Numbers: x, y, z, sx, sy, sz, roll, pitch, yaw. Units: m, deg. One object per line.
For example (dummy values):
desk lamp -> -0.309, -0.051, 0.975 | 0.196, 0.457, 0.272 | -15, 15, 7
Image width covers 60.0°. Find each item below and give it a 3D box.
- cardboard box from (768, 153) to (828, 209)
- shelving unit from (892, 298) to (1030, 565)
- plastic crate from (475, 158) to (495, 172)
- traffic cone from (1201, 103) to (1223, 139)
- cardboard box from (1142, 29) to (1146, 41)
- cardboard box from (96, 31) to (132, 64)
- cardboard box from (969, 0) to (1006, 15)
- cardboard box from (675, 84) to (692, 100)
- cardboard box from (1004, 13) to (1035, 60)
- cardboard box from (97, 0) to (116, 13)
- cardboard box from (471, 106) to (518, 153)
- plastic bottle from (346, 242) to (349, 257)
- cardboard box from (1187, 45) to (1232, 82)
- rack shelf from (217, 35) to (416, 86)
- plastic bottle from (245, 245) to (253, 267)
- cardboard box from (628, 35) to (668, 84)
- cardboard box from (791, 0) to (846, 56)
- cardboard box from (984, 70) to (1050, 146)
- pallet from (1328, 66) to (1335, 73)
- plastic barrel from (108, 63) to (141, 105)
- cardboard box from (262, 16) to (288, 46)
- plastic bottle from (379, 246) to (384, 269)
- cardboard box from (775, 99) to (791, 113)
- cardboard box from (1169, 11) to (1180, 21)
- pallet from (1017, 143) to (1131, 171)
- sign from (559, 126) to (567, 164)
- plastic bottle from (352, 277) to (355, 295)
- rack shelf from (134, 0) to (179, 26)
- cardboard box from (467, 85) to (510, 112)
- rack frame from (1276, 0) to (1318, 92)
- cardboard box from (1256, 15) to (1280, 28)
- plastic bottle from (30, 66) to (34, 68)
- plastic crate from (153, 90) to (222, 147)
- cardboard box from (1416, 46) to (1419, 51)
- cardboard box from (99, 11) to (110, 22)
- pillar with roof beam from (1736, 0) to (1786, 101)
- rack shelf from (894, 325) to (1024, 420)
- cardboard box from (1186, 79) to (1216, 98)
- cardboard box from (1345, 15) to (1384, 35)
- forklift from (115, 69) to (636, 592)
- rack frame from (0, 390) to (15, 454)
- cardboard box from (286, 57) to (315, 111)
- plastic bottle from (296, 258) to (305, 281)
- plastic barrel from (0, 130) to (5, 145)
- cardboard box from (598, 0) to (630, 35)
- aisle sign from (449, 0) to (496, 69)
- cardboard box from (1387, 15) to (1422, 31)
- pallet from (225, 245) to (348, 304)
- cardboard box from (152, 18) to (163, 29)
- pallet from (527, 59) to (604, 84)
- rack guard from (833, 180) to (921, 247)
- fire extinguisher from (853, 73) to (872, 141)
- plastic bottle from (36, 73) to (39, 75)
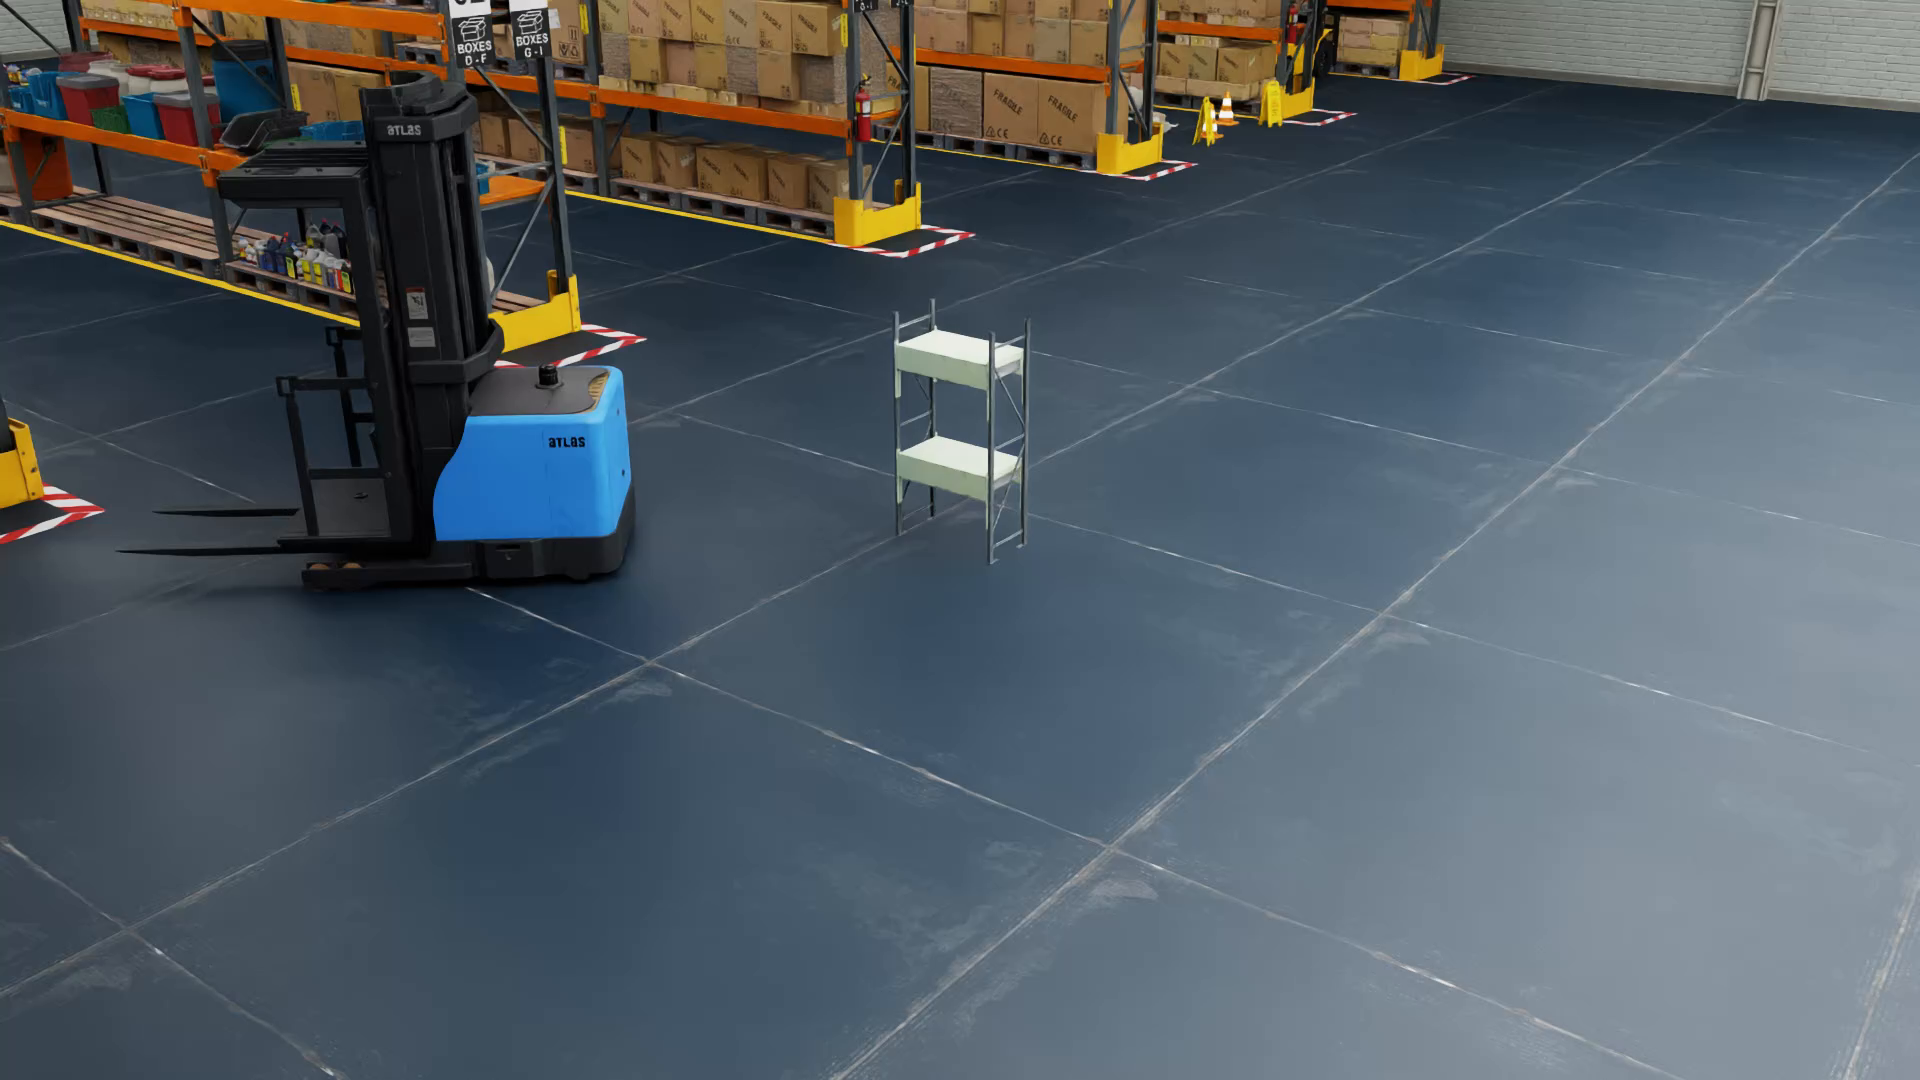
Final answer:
cardboard box -> -1.828, -4.073, 18.853 | 0.500, 0.500, 0.500 | -17, 29, -34
shelving unit -> 0.005, -0.685, 10.444 | 0.755, 1.500, 0.431 | 17, 29, 33
plastic crate -> -4.333, -3.336, 14.929 | 0.250, 0.136, 0.298 | 17, 29, 33
traffic cone -> 3.593, -6.019, 23.836 | 0.334, 0.463, 0.336 | 17, 29, 33
cardboard box -> 2.907, -8.006, 26.355 | 0.250, 0.149, 0.380 | 19, 30, 36
cardboard box -> -13.082, -7.695, 26.608 | 0.875, 0.875, 0.875 | 17, 29, 33
cardboard box -> 0.578, -7.344, 22.173 | 0.500, 0.550, 0.875 | 17, 29, 33
cardboard box -> -3.034, -5.144, 19.016 | 0.250, 0.149, 0.380 | 17, 29, 33
cardboard box -> 1.066, -6.756, 22.178 | 0.550, 0.550, 0.875 | 17, 29, 33
cardboard box -> -13.001, -8.345, 25.786 | 0.500, 0.250, 0.500 | 16, 29, 33
cardboard box -> -6.241, -5.441, 21.934 | 0.500, 0.500, 0.700 | 14, 27, 29
plastic bottle -> -5.952, -2.836, 16.289 | 0.133, 0.283, 0.061 | 17, 29, 33
cardboard box -> 3.887, -7.444, 25.884 | 0.500, 0.500, 0.500 | 18, 30, 35
rack shelf -> -8.841, -6.824, 23.409 | 4.000, 0.370, 1.077 | 17, 29, 33
plastic bottle -> -6.937, -2.782, 16.268 | 0.097, 0.201, 0.097 | 0, 24, 0
cardboard box -> -3.338, -5.623, 19.299 | 0.500, 0.500, 0.875 | 17, 29, 33
cardboard box -> -1.428, -5.428, 17.615 | 0.500, 0.500, 0.500 | 17, 29, 33
cardboard box -> 0.928, -5.885, 22.501 | 0.875, 0.875, 0.875 | 16, 29, 32
pallet -> 6.469, -8.725, 30.291 | 1.213, 0.211, 1.003 | 17, 29, 33
plastic barrel -> -8.923, -4.841, 17.878 | 0.421, 0.512, 0.421 | 0, 24, 0
cardboard box -> -9.421, -7.248, 23.356 | 0.500, 0.500, 0.500 | 16, 28, 32
plastic bottle -> -5.590, -2.785, 16.188 | 0.097, 0.271, 0.097 | 0, 24, 0
cardboard box -> -1.813, -4.792, 18.218 | 0.250, 0.149, 0.380 | 17, 29, 33
cardboard box -> 3.465, -8.215, 25.985 | 0.250, 0.149, 0.380 | 17, 29, 33
pallet -> 1.529, -5.203, 22.296 | 1.213, 0.211, 1.003 | 17, 29, 33
sign -> -3.477, -3.440, 14.494 | 0.005, 0.325, 0.100 | 17, 29, 33
plastic bottle -> -5.543, -2.360, 15.312 | 0.097, 0.201, 0.097 | 0, 24, 0
rack shelf -> -8.611, -5.631, 16.982 | 4.000, 0.370, 1.077 | 17, 29, 33
cardboard box -> -6.256, -5.793, 21.801 | 0.500, 0.250, 0.500 | 21, 31, 39
rack frame -> 5.104, -7.932, 25.033 | 0.127, 3.000, 1.000 | 17, 29, 33
cardboard box -> 4.676, -7.839, 25.132 | 0.250, 0.149, 0.380 | 18, 29, 35
plastic bottle -> -10.814, -5.386, 19.398 | 0.133, 0.283, 0.061 | 17, 29, 33
plastic crate -> -7.582, -4.152, 16.373 | 0.583, 0.464, 0.402 | 17, 29, 33
cardboard box -> 7.802, -8.650, 29.552 | 0.500, 0.250, 0.500 | 17, 29, 34
cardboard box -> -13.145, -8.173, 25.892 | 0.250, 0.149, 0.380 | 16, 28, 32
pillar with roof beam -> 10.281, -9.899, 22.057 | 0.400, 9.000, 9.100 | 17, 29, 33
rack shelf -> 0.005, -1.042, 10.287 | 0.720, 0.370, 0.431 | 17, 29, 33
cardboard box -> 3.886, -7.103, 26.039 | 0.500, 0.250, 0.500 | 17, 29, 33
cardboard box -> 7.110, -9.058, 29.238 | 0.500, 0.250, 0.500 | 17, 29, 34
forklift -> -3.623, -1.247, 9.946 | 3.031, 2.935, 1.130 | -1, 24, -3
rack frame -> -6.784, -1.540, 10.524 | 0.127, 3.000, 1.000 | 17, 29, 33
cardboard box -> -9.202, -6.492, 23.879 | 0.875, 0.875, 1.225 | 16, 28, 32
plastic bottle -> -6.250, -2.574, 15.797 | 0.097, 0.201, 0.097 | 0, 24, 0
plastic barrel -> -11.517, -4.546, 19.817 | 0.708, 0.588, 0.600 | 17, 29, 33
cardboard box -> -3.833, -6.151, 19.257 | 0.500, 0.500, 0.500 | 17, 29, 33
aisle sign -> -3.931, -4.213, 13.368 | 0.004, 0.787, 0.394 | 17, 29, 33
cardboard box -> 7.807, -9.103, 29.340 | 0.500, 0.250, 0.500 | 16, 29, 33
pallet -> -6.498, -2.652, 16.508 | 1.213, 0.211, 1.003 | 17, 29, 33
cardboard box -> -11.911, -7.800, 25.045 | 0.250, 0.149, 0.380 | 16, 29, 32
pallet -> -4.565, -5.846, 20.536 | 1.213, 0.211, 1.003 | 17, 29, 33
rack guard -> -0.900, -3.609, 18.322 | 0.348, 0.500, 1.175 | 17, 29, 33
fire extinguisher -> -1.024, -4.523, 17.391 | 0.183, 0.674, 0.296 | 17, 29, 33
plastic bottle -> -10.455, -5.174, 18.928 | 0.135, 0.276, 0.152 | 17, 29, 33
